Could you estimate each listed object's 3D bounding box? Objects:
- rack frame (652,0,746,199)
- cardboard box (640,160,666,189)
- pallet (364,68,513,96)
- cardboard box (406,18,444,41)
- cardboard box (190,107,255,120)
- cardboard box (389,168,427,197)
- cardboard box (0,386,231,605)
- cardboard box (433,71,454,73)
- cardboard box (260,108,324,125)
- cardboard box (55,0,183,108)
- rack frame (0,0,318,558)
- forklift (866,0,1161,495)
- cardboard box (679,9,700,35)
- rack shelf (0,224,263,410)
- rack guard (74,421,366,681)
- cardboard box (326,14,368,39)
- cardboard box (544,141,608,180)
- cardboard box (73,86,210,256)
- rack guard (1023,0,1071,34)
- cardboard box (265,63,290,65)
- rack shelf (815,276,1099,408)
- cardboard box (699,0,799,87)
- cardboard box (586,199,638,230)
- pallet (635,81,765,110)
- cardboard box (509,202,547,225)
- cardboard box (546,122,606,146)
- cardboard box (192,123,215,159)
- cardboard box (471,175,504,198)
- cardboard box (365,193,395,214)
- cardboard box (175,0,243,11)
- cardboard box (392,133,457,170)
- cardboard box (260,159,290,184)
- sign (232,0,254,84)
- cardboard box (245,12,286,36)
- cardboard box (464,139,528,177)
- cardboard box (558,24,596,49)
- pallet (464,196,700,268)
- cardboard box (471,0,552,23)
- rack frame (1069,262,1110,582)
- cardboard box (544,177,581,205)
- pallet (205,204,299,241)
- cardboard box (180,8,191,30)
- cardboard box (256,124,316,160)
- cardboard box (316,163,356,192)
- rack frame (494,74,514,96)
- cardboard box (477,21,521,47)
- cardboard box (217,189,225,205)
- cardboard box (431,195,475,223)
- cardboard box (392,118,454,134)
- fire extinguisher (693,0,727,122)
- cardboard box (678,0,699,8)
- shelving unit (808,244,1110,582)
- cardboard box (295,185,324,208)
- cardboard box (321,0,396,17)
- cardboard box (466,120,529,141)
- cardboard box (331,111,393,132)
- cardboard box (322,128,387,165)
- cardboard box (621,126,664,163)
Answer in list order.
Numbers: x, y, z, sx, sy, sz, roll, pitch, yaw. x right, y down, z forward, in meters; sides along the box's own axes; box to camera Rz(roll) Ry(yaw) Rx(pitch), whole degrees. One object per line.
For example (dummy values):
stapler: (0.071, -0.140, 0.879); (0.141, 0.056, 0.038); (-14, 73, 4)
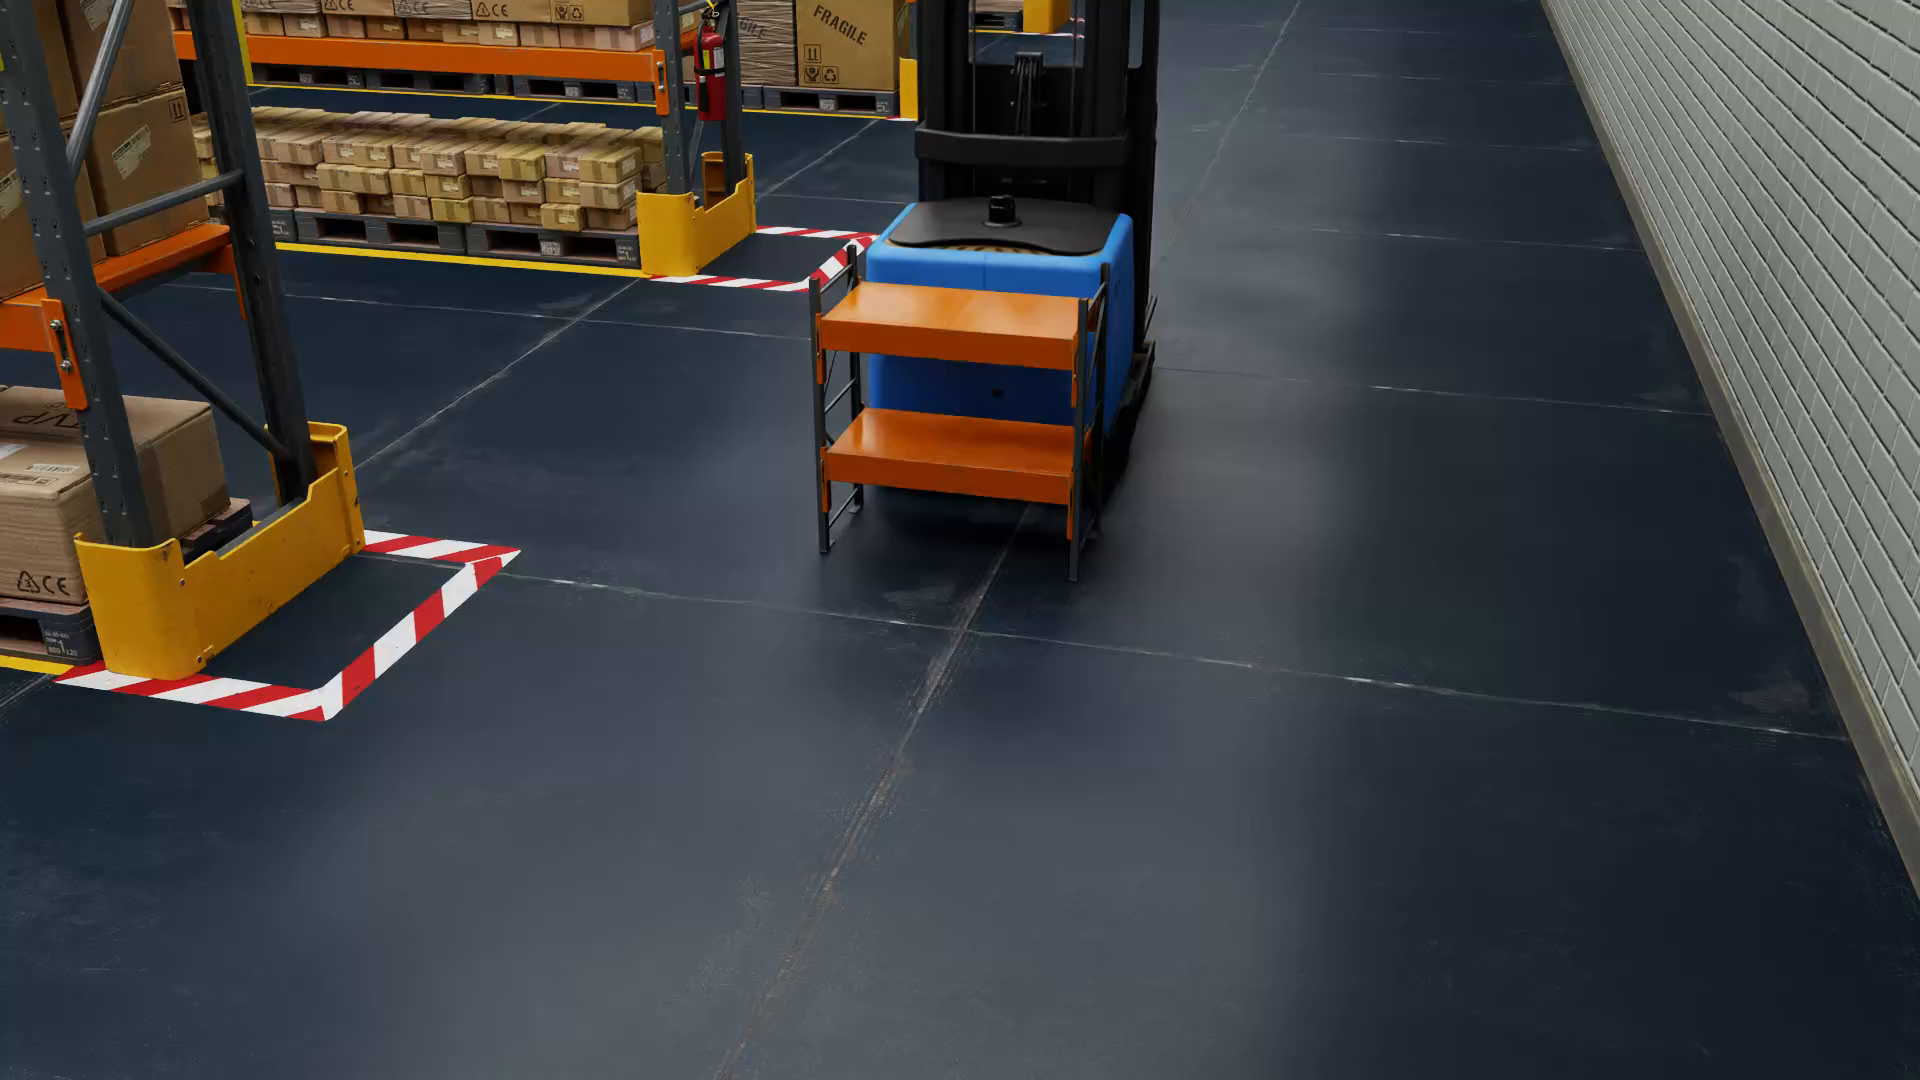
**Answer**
rack frame: (-1.580, -3.198, 9.978); (0.127, 3.000, 1.000); (6, 26, 13)
cardboard box: (-2.023, -2.398, 10.778); (0.250, 0.149, 0.380); (7, 26, 15)
pallet: (-4.887, -4.472, 15.898); (1.213, 0.211, 1.003); (6, 26, 13)
cardboard box: (-3.192, -3.176, 10.224); (0.250, 0.149, 0.380); (5, 26, 11)
cardboard box: (-5.044, -2.867, 11.419); (0.250, 0.149, 0.380); (7, 26, 14)
cardboard box: (-3.414, -2.312, 10.600); (0.250, 0.149, 0.380); (8, 27, 16)
cardboard box: (-3.379, -0.188, 6.148); (0.875, 0.438, 0.875); (5, 26, 11)
cardboard box: (-4.745, -4.971, 15.684); (0.875, 0.875, 1.225); (6, 26, 13)
cardboard box: (-4.544, -2.833, 11.347); (0.250, 0.149, 0.380); (6, 26, 13)
cardboard box: (-3.109, -1.793, 5.747); (0.500, 0.500, 0.500); (6, 26, 12)
rack frame: (-2.715, -1.126, 5.626); (0.127, 3.000, 1.000); (6, 26, 13)
forklift: (0.395, -2.121, 7.795); (1.130, 2.935, 3.031); (5, 26, 10)
cardboard box: (-1.812, -3.256, 10.391); (0.250, 0.149, 0.380); (6, 26, 13)
rack shelf: (-4.652, -1.016, 6.231); (4.000, 0.370, 1.077); (6, 26, 13)
rack guard: (-2.692, 0.005, 6.158); (0.348, 0.500, 1.175); (6, 26, 13)
cardboard box: (-3.702, -3.216, 10.308); (0.250, 0.149, 0.380); (7, 26, 15)
cardboard box: (-2.385, -2.371, 10.376); (0.250, 0.149, 0.380); (7, 26, 14)
cardboard box: (-3.108, -1.342, 5.964); (0.500, 0.500, 0.500); (6, 26, 13)
rack guard: (1.013, -6.188, 19.166); (0.348, 0.500, 1.175); (6, 26, 13)
cardboard box: (-6.470, -5.158, 16.077); (0.875, 0.875, 1.225); (6, 26, 13)
rack shelf: (0.007, -0.771, 6.381); (1.000, 0.278, 0.538); (6, 26, 13)
cardboard box: (-1.768, -4.615, 14.937); (0.875, 0.875, 0.875); (6, 26, 13)
cardboard box: (-2.142, -2.070, 10.436); (0.250, 0.149, 0.380); (7, 26, 14)
pallet: (-2.218, -4.177, 15.279); (1.213, 0.211, 1.003); (6, 26, 13)
cardboard box: (-2.650, -2.119, 10.540); (0.250, 0.149, 0.380); (6, 26, 13)
cardboard box: (-2.512, -2.626, 10.913); (0.250, 0.149, 0.380); (6, 26, 13)
cardboard box: (-4.920, -2.620, 10.899); (0.250, 0.149, 0.380); (8, 27, 16)
cardboard box: (-2.900, -2.299, 10.571); (0.250, 0.149, 0.380); (6, 26, 12)
cardboard box: (-3.641, -2.238, 10.788); (0.250, 0.149, 0.380); (7, 26, 14)
cardboard box: (-4.556, -3.598, 10.355); (0.500, 0.500, 0.500); (6, 26, 13)
cardboard box: (-3.404, -2.480, 10.605); (0.250, 0.149, 0.380); (5, 26, 11)
cardboard box: (-4.409, -2.460, 10.909); (0.250, 0.149, 0.380); (5, 26, 10)
sign: (-2.571, -1.783, 5.907); (0.005, 0.325, 0.100); (6, 26, 13)
cardboard box: (-4.231, -3.257, 10.394); (0.250, 0.149, 0.380); (7, 26, 14)
cardboard box: (-2.902, -2.400, 10.437); (0.250, 0.149, 0.380); (5, 26, 11)
cardboard box: (-2.198, -3.044, 9.946); (0.250, 0.149, 0.380); (6, 26, 13)
pallet: (-2.431, -2.049, 10.808); (1.213, 0.211, 1.003); (6, 26, 13)
cardboard box: (-2.577, -3.376, 9.888); (0.500, 0.500, 0.500); (6, 26, 12)
rack frame: (0.499, -0.453, 6.392); (0.032, 1.125, 0.500); (6, 26, 13)
cardboard box: (-2.402, -2.223, 10.411); (0.250, 0.149, 0.380); (6, 26, 12)
pallet: (-4.795, -2.310, 11.356); (1.213, 0.211, 1.003); (6, 26, 13)
cardboard box: (-4.721, -3.343, 10.574); (0.250, 0.149, 0.380); (5, 26, 11)
cardboard box: (-4.404, -2.595, 10.847); (0.250, 0.149, 0.380); (6, 26, 12)
cardboard box: (-3.920, -2.367, 10.715); (0.250, 0.149, 0.380); (6, 26, 13)
rack frame: (-4.121, -5.680, 15.191); (0.127, 3.000, 1.000); (6, 26, 13)
cardboard box: (-2.697, -3.082, 10.027); (0.250, 0.149, 0.380); (7, 26, 14)
cardboard box: (-4.670, -2.322, 10.966); (0.250, 0.149, 0.380); (6, 26, 13)
cardboard box: (-3.155, -2.142, 10.587); (0.250, 0.149, 0.380); (5, 26, 11)
cardboard box: (-3.550, -2.686, 11.039); (0.250, 0.149, 0.380); (6, 26, 13)
fire extinguisher: (-1.451, -2.776, 9.614); (0.183, 0.674, 0.296); (6, 26, 13)
cardboard box: (-1.946, -3.540, 10.235); (0.500, 0.500, 0.500); (8, 26, 15)
shelving unit: (0.007, -0.507, 6.507); (1.048, 1.125, 0.538); (6, 26, 13)
cardboard box: (-4.142, -2.302, 10.923); (0.250, 0.149, 0.380); (5, 26, 11)
cardboard box: (-3.551, -3.484, 10.115); (0.500, 0.500, 0.500); (8, 27, 16)
cardboard box: (-3.039, -2.652, 10.967); (0.250, 0.149, 0.380); (7, 26, 15)
cardboard box: (-4.027, -2.782, 11.240); (0.250, 0.149, 0.380); (5, 26, 10)
cardboard box: (-3.894, -2.539, 10.729); (0.250, 0.149, 0.380); (5, 26, 11)
cardboard box: (-2.003, -2.566, 10.787); (0.250, 0.149, 0.380); (5, 26, 11)
